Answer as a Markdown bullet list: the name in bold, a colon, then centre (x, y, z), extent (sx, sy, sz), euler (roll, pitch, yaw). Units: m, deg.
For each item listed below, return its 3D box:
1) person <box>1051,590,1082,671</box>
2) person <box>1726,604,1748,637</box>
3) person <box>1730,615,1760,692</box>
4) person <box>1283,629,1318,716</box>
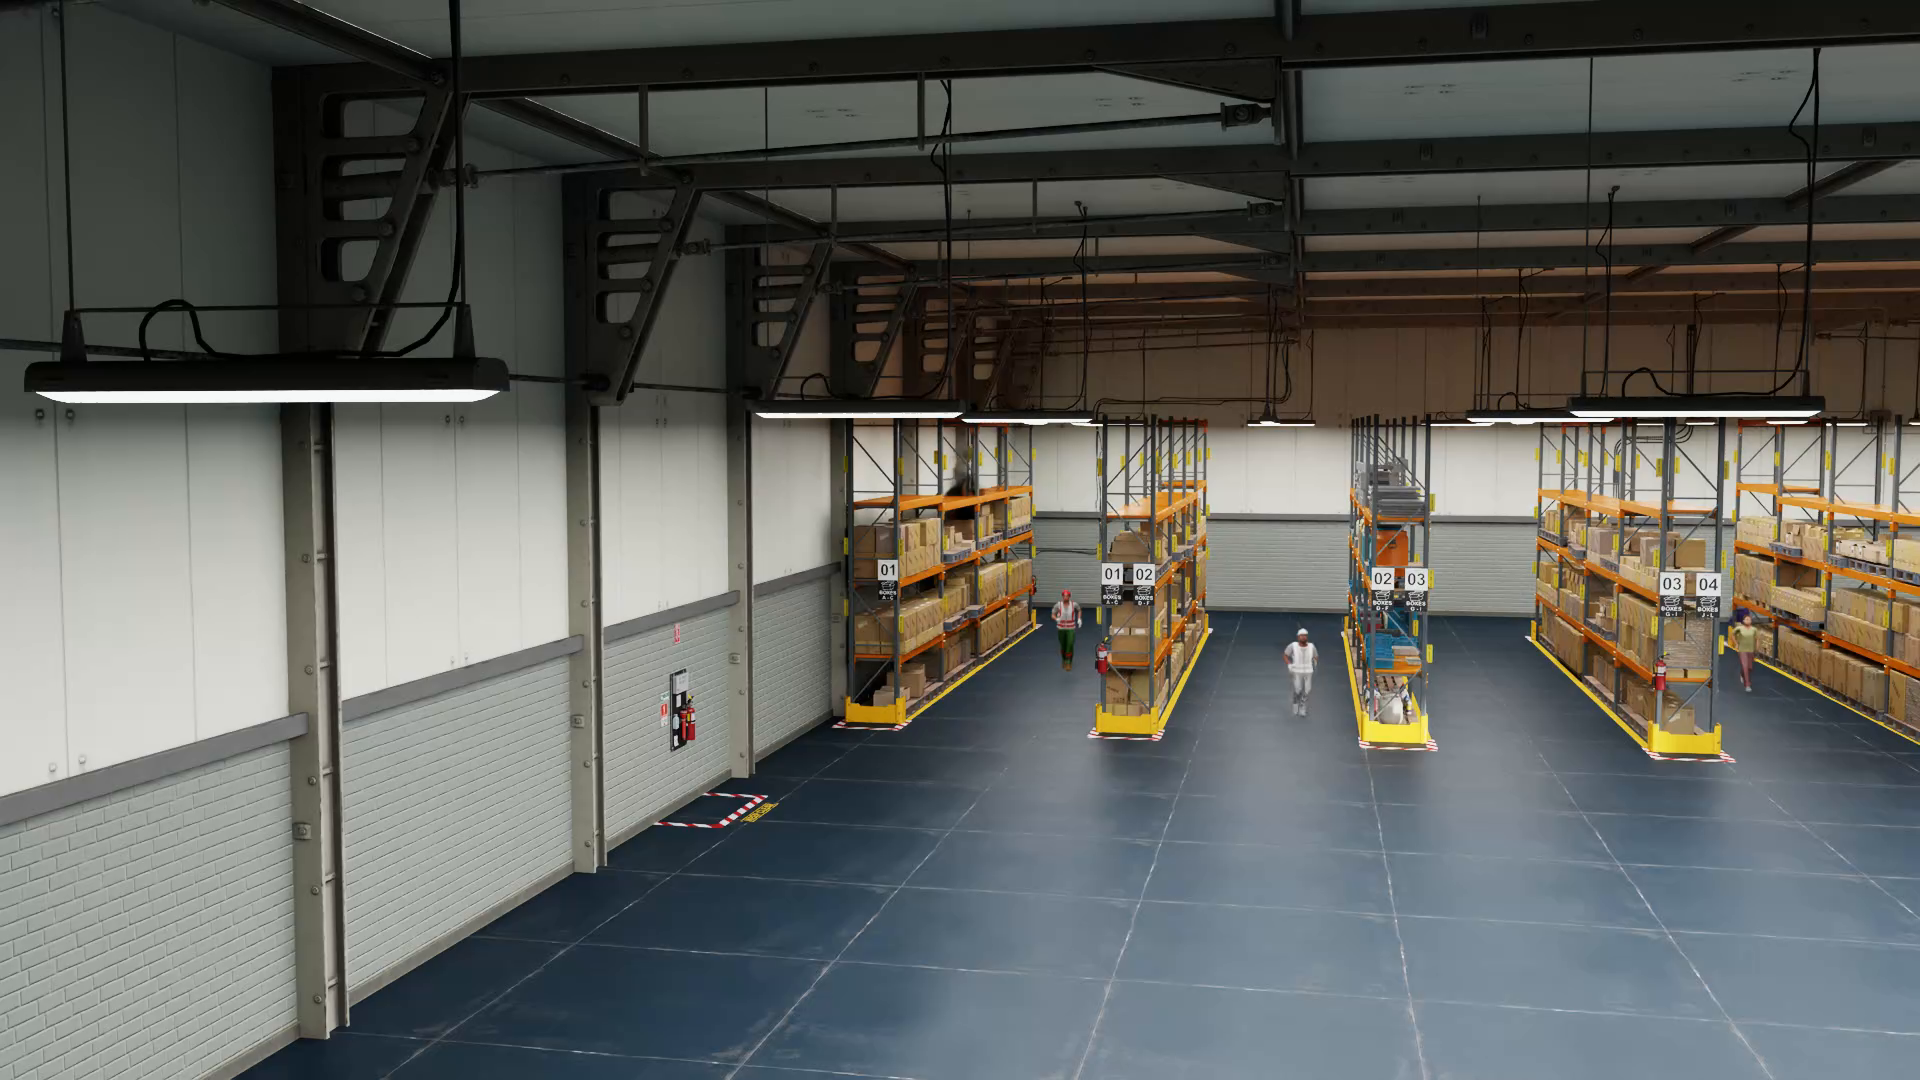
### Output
- **person**: centre (2.400, 2.034, 37.526), extent (0.680, 1.833, 0.927), euler (0, 4, 7)
- **person**: centre (21.267, 1.955, 45.317), extent (0.887, 1.486, 0.702), euler (3, 5, 41)
- **person**: centre (17.288, 2.467, 36.588), extent (0.579, 1.669, 0.879), euler (1, 4, 10)
- **person**: centre (6.804, 2.641, 33.014), extent (0.669, 1.737, 0.598), euler (0, 4, -1)
